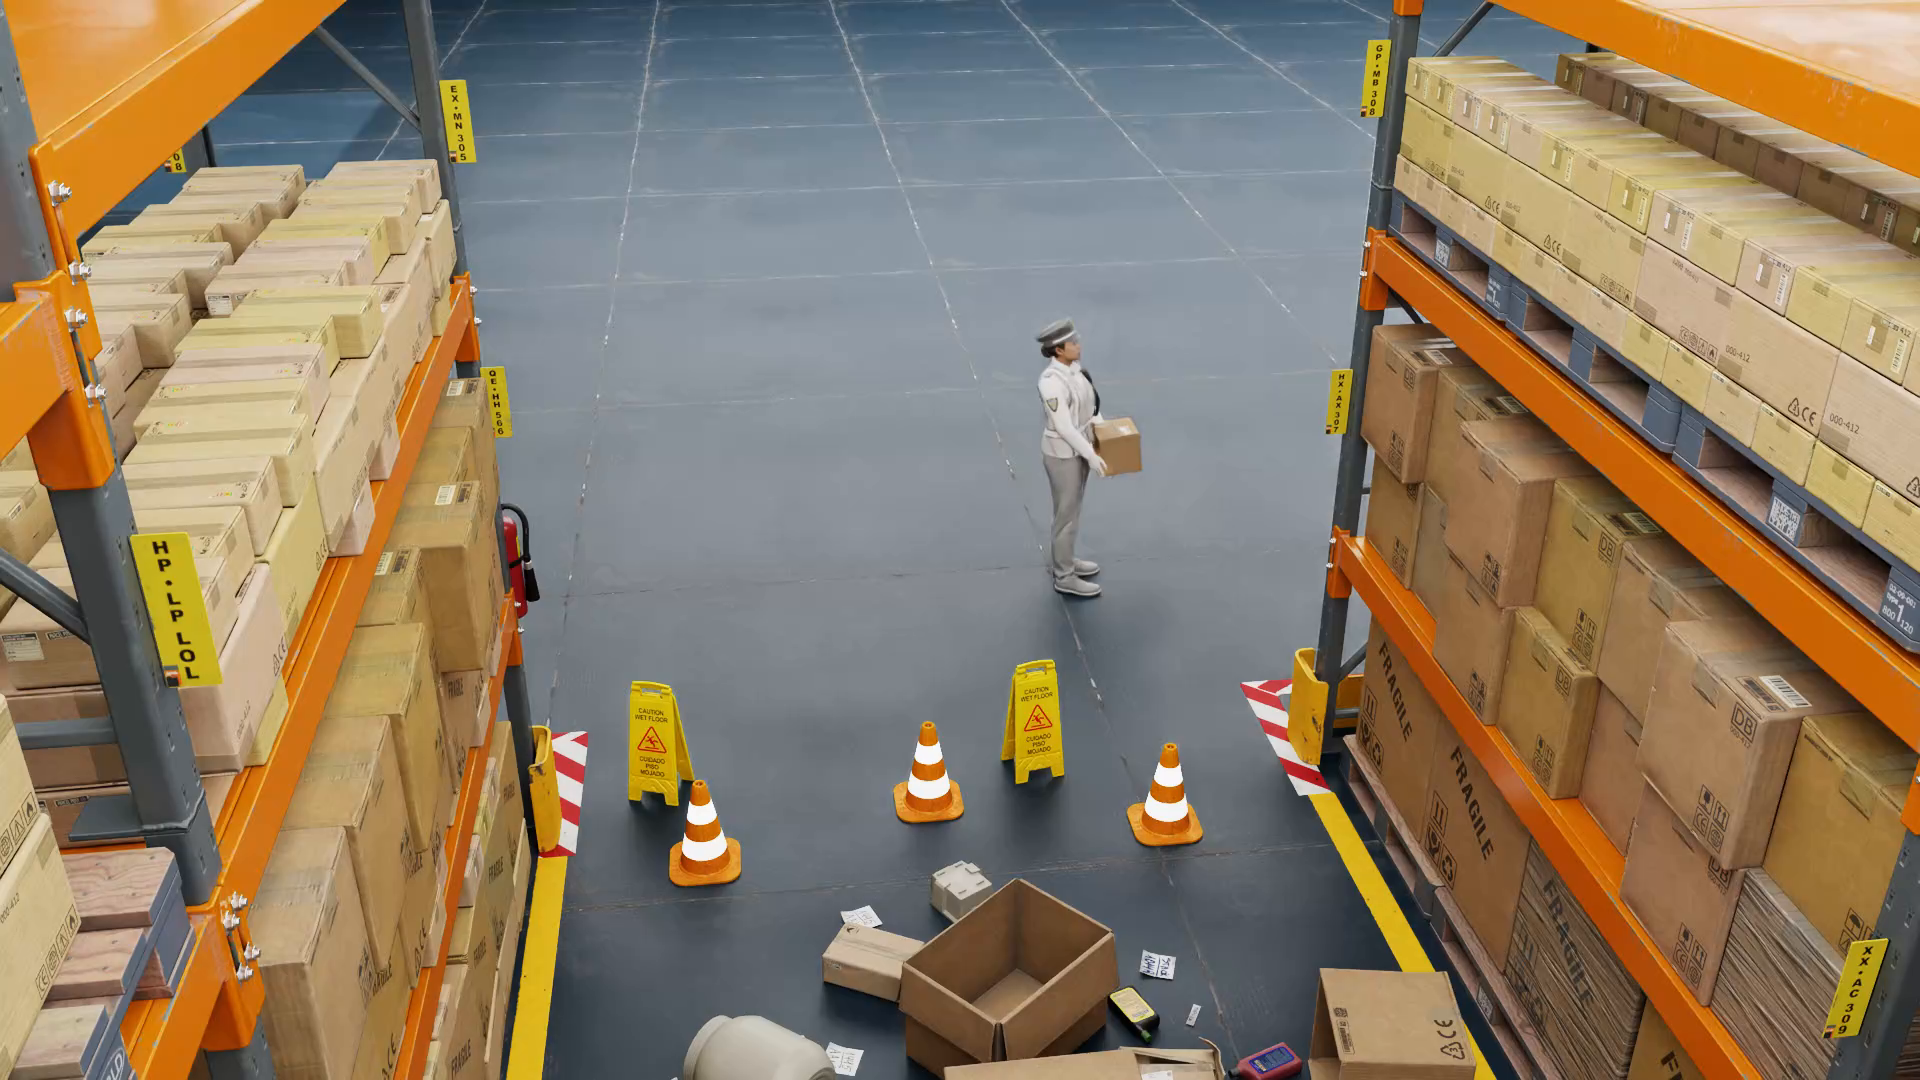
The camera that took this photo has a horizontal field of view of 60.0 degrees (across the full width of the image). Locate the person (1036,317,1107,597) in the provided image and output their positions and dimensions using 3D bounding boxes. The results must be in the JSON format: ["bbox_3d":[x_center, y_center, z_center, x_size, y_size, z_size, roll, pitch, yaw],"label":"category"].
[{"bbox_3d":[0.693,-0.529,10.062,0.512,1.699,0.493,11,29,21],"label":"person"}]
